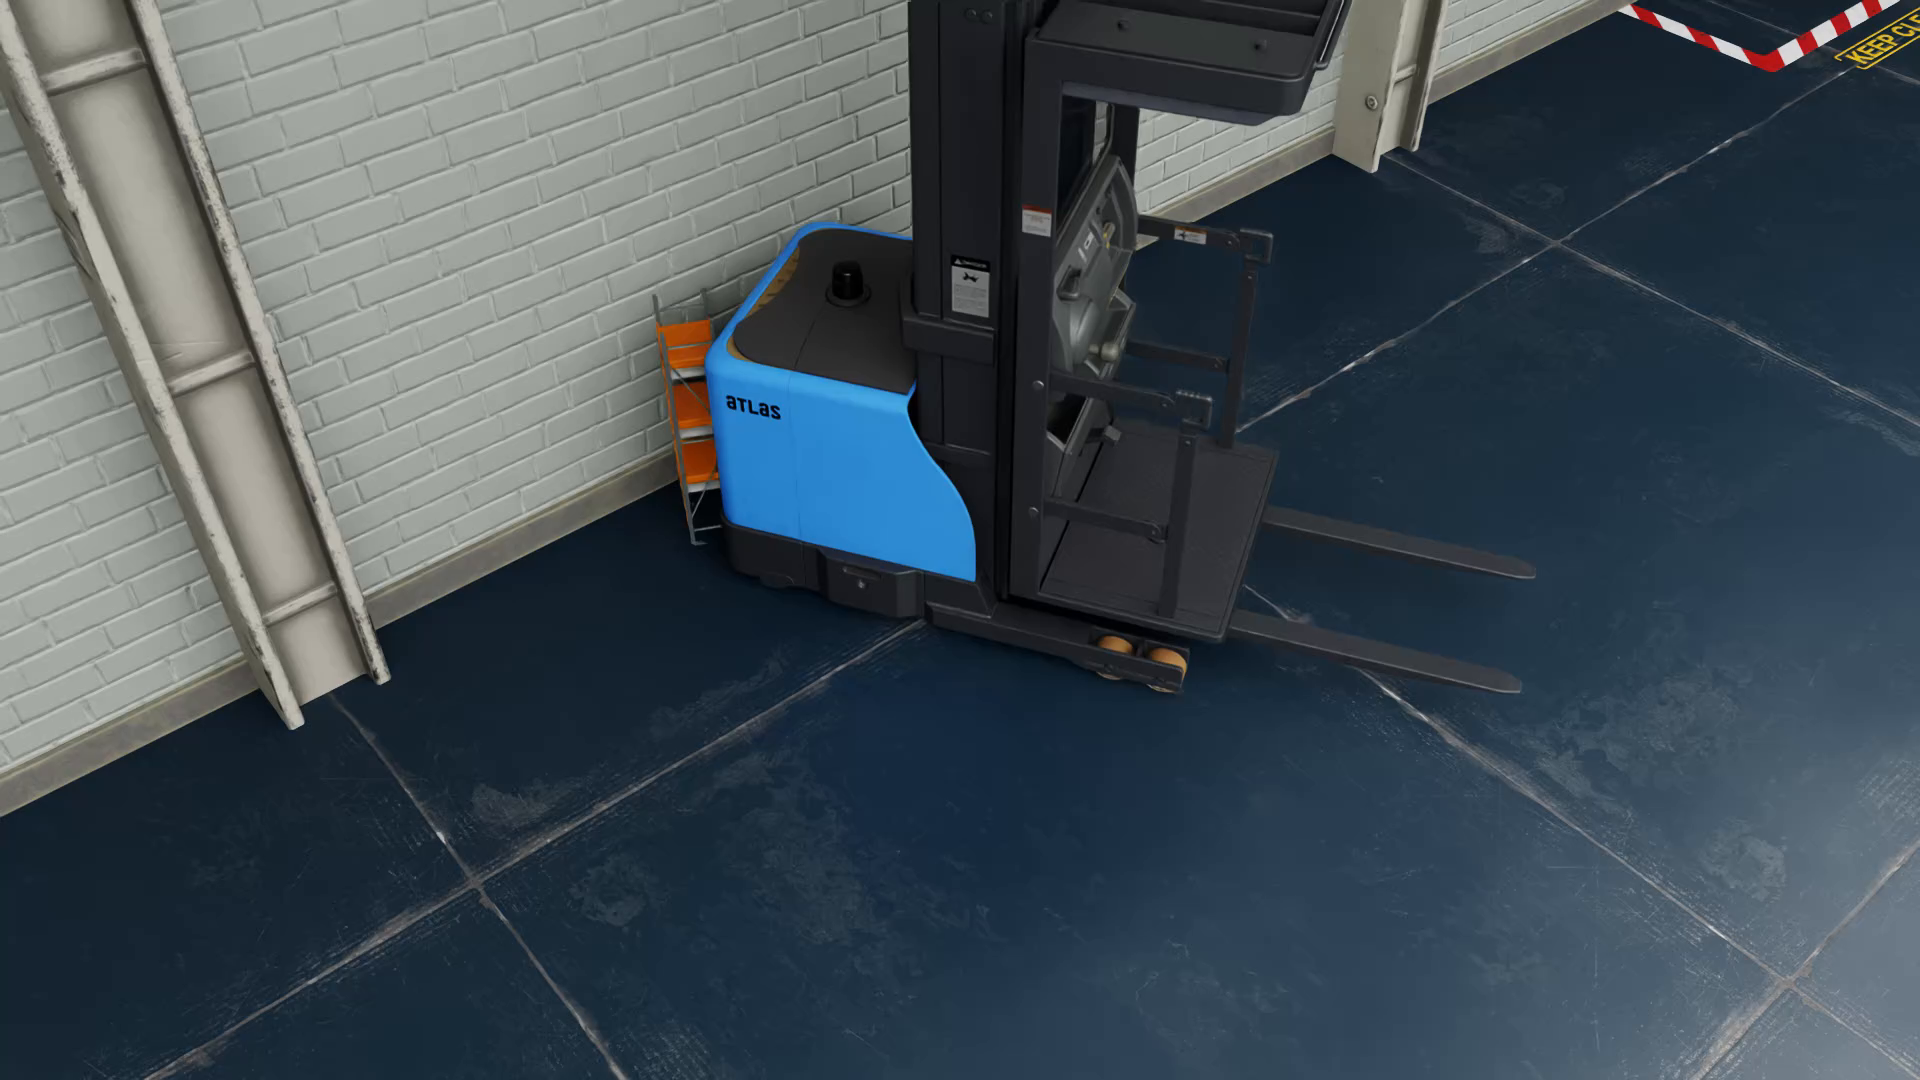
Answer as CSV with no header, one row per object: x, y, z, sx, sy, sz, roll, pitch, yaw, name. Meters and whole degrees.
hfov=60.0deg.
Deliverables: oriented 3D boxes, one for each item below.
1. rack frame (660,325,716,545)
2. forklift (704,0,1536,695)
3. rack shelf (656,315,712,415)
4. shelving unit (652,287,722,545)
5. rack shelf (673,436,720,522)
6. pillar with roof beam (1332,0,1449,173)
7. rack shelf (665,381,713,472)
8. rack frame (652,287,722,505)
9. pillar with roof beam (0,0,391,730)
-0.989,-0.382,6.390,0.200,1.050,0.008,-10,44,-10,rack frame
0.647,-0.917,5.586,3.031,2.935,1.130,13,45,14,forklift
-1.019,-0.662,6.289,0.215,0.259,0.240,-10,44,-10,rack shelf
-1.019,-0.463,6.476,0.215,1.050,0.252,-10,44,-10,shelving unit
-1.019,-0.253,6.674,0.215,0.259,0.240,-10,44,-10,rack shelf
4.996,-3.133,3.512,0.400,9.000,9.100,-30,51,-28,pillar with roof beam
-1.019,-0.455,6.483,0.215,0.259,0.240,-10,44,-10,rack shelf
-1.048,-0.544,6.563,0.200,1.050,0.008,-10,44,-10,rack frame
0.394,-0.497,0.706,0.400,9.000,9.100,-30,51,-28,pillar with roof beam
